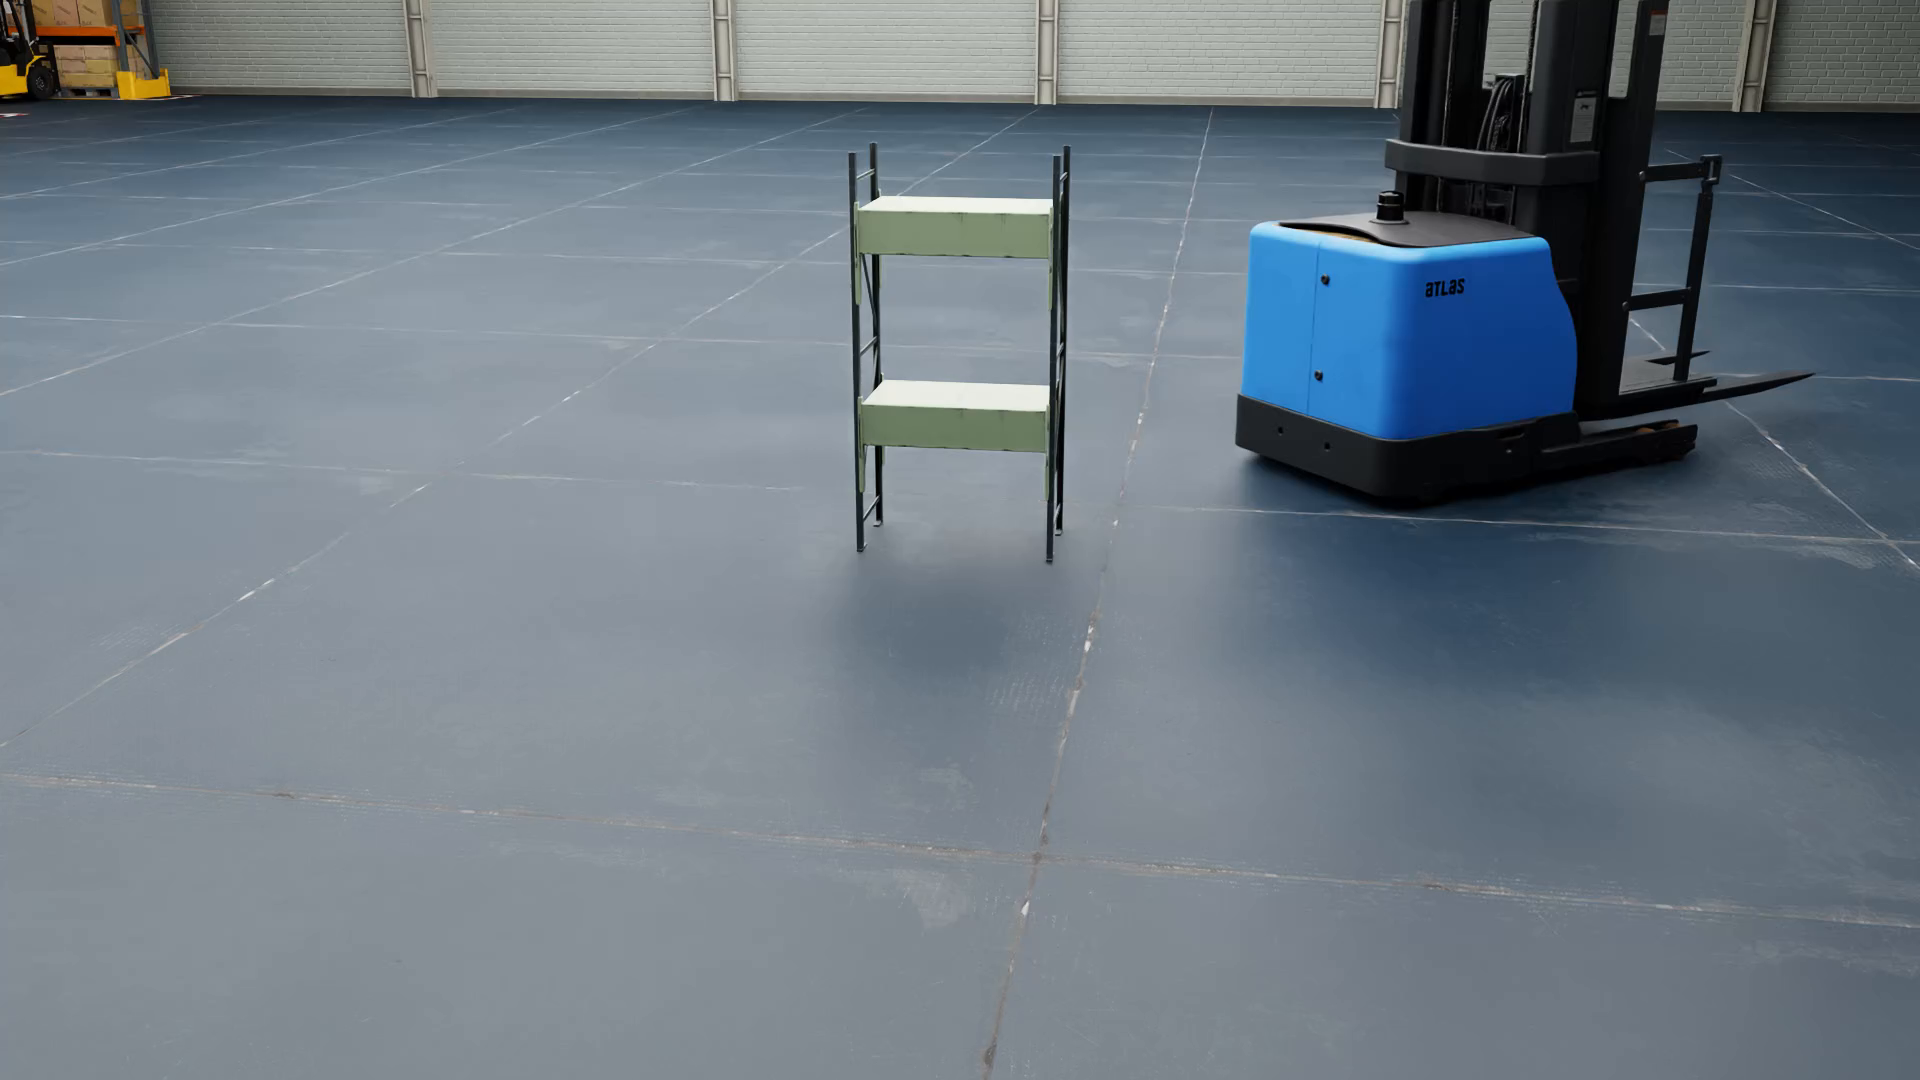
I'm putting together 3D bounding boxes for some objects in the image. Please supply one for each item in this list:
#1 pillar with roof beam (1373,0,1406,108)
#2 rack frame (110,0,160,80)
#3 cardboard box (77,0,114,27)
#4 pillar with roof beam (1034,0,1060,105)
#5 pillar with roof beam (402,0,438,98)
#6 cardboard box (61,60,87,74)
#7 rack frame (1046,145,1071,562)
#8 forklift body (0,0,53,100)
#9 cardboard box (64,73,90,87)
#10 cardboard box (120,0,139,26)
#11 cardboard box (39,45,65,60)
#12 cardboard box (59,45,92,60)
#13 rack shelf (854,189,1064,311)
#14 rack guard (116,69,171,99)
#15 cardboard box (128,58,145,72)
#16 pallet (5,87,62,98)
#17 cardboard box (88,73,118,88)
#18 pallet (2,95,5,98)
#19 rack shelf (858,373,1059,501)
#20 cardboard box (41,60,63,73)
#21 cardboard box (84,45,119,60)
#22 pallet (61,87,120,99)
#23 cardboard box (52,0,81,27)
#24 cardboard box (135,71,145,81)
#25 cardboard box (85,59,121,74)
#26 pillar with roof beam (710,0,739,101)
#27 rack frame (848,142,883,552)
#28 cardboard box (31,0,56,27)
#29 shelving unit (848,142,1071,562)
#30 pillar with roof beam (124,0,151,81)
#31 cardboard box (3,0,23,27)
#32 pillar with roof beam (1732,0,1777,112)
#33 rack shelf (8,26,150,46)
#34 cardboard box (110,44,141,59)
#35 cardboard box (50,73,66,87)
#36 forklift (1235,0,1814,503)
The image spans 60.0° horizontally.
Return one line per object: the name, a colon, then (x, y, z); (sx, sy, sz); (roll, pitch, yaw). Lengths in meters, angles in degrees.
pillar with roof beam: (6.805, -10.534, 23.822); (0.400, 9.000, 9.100); (3, 19, 9)
rack frame: (-15.664, -9.928, 31.466); (0.127, 3.000, 1.000); (3, 19, 9)
cardboard box: (-16.191, -9.918, 31.278); (0.500, 0.500, 0.500); (3, 19, 7)
pillar with roof beam: (0.881, -10.836, 24.725); (0.400, 9.000, 9.100); (3, 19, 9)
pillar with roof beam: (-10.967, -11.440, 26.530); (0.400, 9.000, 9.100); (3, 19, 9)
cardboard box: (-16.687, -9.016, 31.623); (0.500, 0.250, 0.500); (3, 19, 8)
rack frame: (0.368, -0.692, 6.227); (0.023, 1.500, 0.400); (3, 19, 9)
forklift body: (-17.825, -9.050, 30.178); (1.214, 2.155, 2.313); (3, 19, 9)
cardboard box: (-16.667, -8.776, 31.694); (0.500, 0.250, 0.500); (3, 19, 9)
cardboard box: (-16.109, -10.088, 31.785); (0.500, 0.500, 0.500); (4, 19, 10)
cardboard box: (-17.173, -9.269, 31.592); (0.500, 0.250, 0.500); (3, 19, 9)
cardboard box: (-16.673, -9.247, 31.526); (0.500, 0.250, 0.500); (3, 19, 10)
rack shelf: (0.007, -1.081, 6.159); (0.720, 0.370, 0.431); (3, 19, 9)
rack guard: (-15.640, -8.742, 31.859); (0.348, 0.500, 1.175); (3, 19, 9)
cardboard box: (-16.095, -9.149, 32.022); (0.500, 0.250, 0.500); (3, 19, 10)
pallet: (-17.626, -8.693, 32.170); (1.213, 0.211, 1.003); (3, 19, 9)
cardboard box: (-16.178, -8.748, 31.611); (0.500, 0.250, 0.500); (3, 19, 9)
pallet: (-18.834, -8.754, 32.351); (1.213, 0.211, 1.003); (3, 19, 9)
rack shelf: (0.007, -0.402, 6.386); (0.720, 0.370, 0.431); (3, 19, 9)
cardboard box: (-17.200, -9.035, 31.681); (0.500, 0.250, 0.500); (2, 19, 7)
cardboard box: (-16.168, -9.223, 31.454); (0.500, 0.250, 0.500); (4, 19, 10)
pallet: (-16.425, -8.631, 31.984); (1.213, 0.211, 1.003); (3, 19, 9)
cardboard box: (-16.702, -9.947, 31.365); (0.500, 0.500, 0.500); (4, 19, 10)
cardboard box: (-16.117, -8.909, 32.093); (0.500, 0.250, 0.500); (3, 19, 9)
cardboard box: (-16.194, -8.987, 31.537); (0.500, 0.250, 0.500); (3, 19, 8)
pillar with roof beam: (-5.043, -11.138, 25.627); (0.400, 9.000, 9.100); (3, 19, 9)
rack frame: (-0.355, -0.729, 6.337); (0.023, 1.500, 0.400); (3, 19, 9)
cardboard box: (-17.208, -9.973, 31.442); (0.500, 0.500, 0.500); (3, 19, 8)
shelving unit: (0.007, -0.711, 6.282); (0.755, 1.500, 0.431); (3, 19, 9)
pillar with roof beam: (-16.891, -11.742, 27.432); (0.400, 9.000, 9.100); (3, 19, 9)
cardboard box: (-17.706, -9.995, 31.507); (0.500, 0.500, 0.500); (3, 19, 9)
pillar with roof beam: (12.729, -10.232, 22.920); (0.400, 9.000, 9.100); (3, 19, 9)
rack shelf: (-17.638, -9.688, 31.881); (4.000, 0.370, 1.077); (3, 19, 9)
cardboard box: (-16.108, -9.381, 31.927); (0.500, 0.250, 0.500); (3, 19, 8)
cardboard box: (-17.160, -8.804, 31.778); (0.500, 0.250, 0.500); (3, 19, 9)
forklift: (2.794, -1.866, 7.480); (3.031, 2.935, 1.130); (-10, 21, -28)
